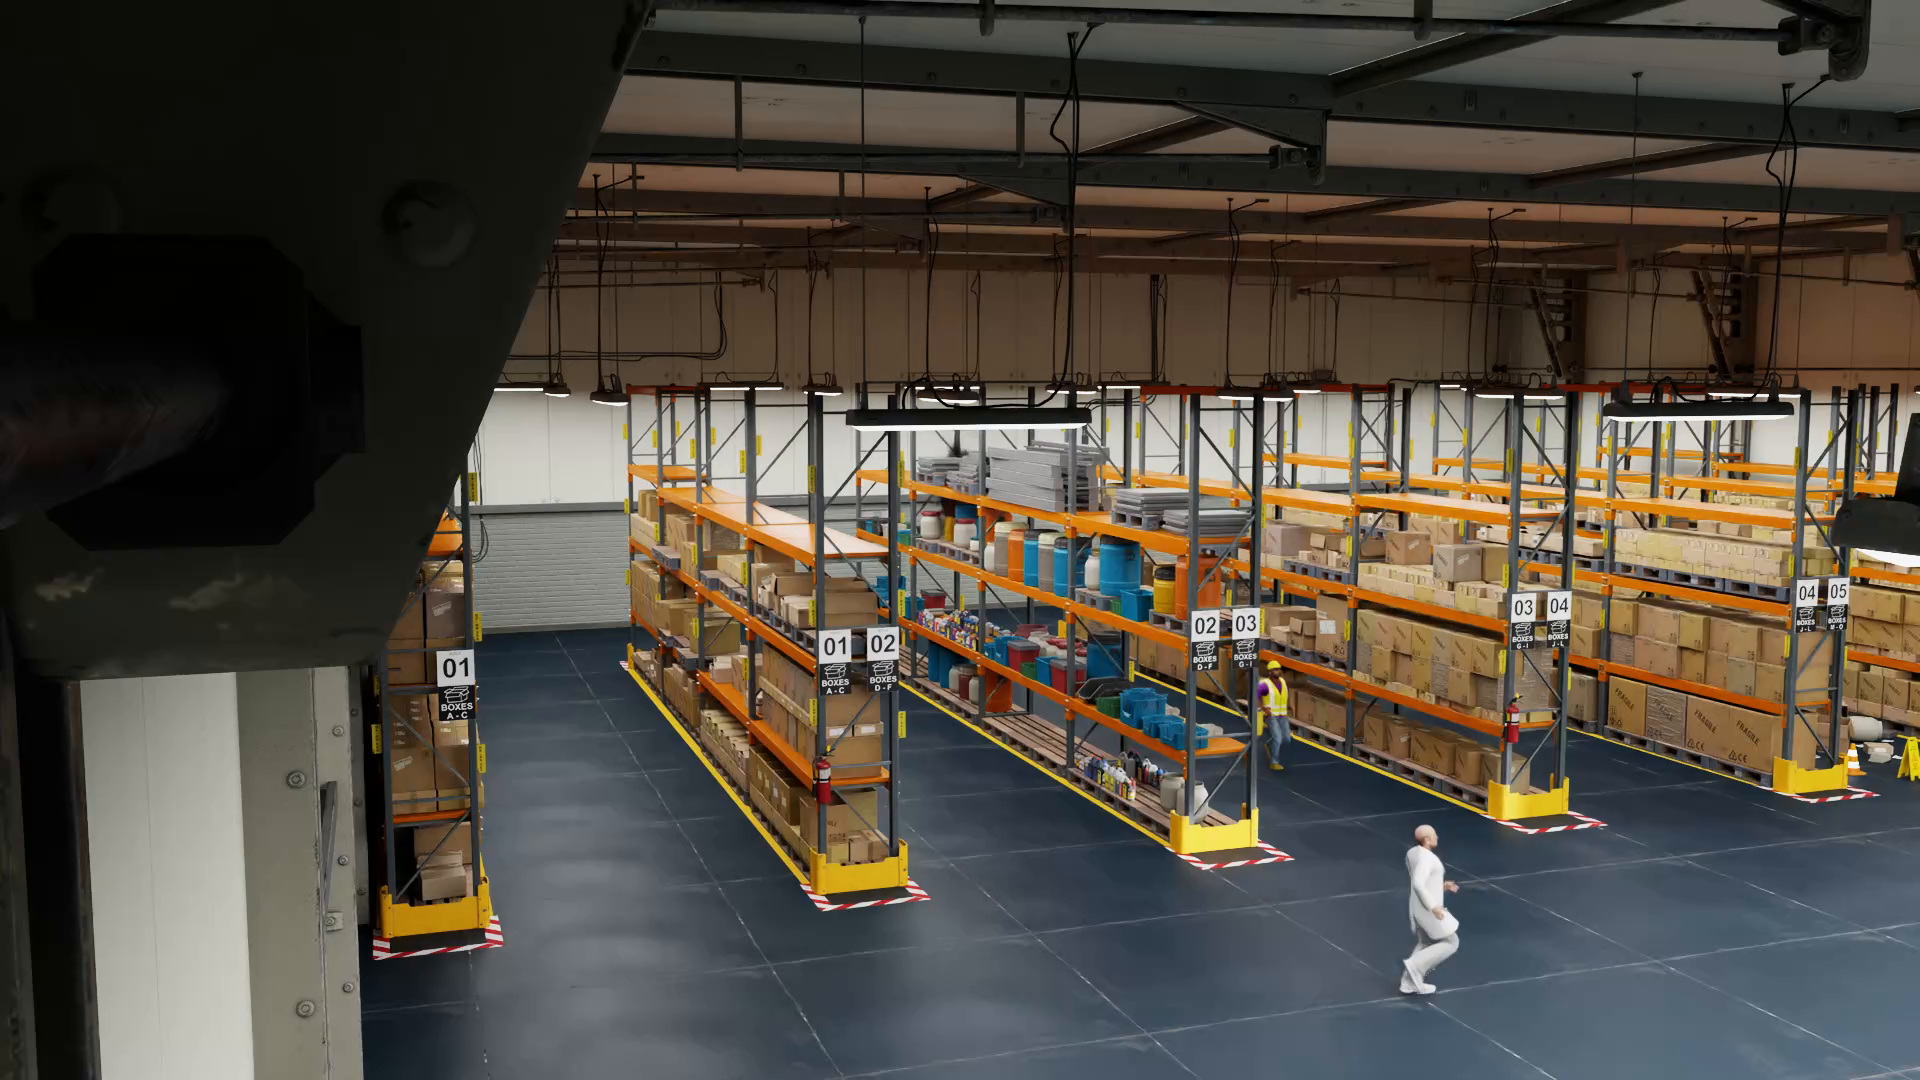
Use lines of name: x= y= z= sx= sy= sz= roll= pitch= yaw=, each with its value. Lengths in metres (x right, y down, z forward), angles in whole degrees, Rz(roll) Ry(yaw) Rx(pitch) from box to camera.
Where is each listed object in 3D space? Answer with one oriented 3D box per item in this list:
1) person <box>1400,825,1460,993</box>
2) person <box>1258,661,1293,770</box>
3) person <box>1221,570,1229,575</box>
person: x=4.766 y=3.774 z=16.797 sx=0.620 sy=1.652 sz=0.699 roll=0 pitch=6 yaw=-5
person: x=4.956 y=2.761 z=26.320 sx=0.697 sy=1.717 sz=0.609 roll=-3 pitch=7 yaw=-26
person: x=6.142 y=1.507 z=38.946 sx=0.659 sy=1.657 sz=0.666 roll=0 pitch=6 yaw=-2
